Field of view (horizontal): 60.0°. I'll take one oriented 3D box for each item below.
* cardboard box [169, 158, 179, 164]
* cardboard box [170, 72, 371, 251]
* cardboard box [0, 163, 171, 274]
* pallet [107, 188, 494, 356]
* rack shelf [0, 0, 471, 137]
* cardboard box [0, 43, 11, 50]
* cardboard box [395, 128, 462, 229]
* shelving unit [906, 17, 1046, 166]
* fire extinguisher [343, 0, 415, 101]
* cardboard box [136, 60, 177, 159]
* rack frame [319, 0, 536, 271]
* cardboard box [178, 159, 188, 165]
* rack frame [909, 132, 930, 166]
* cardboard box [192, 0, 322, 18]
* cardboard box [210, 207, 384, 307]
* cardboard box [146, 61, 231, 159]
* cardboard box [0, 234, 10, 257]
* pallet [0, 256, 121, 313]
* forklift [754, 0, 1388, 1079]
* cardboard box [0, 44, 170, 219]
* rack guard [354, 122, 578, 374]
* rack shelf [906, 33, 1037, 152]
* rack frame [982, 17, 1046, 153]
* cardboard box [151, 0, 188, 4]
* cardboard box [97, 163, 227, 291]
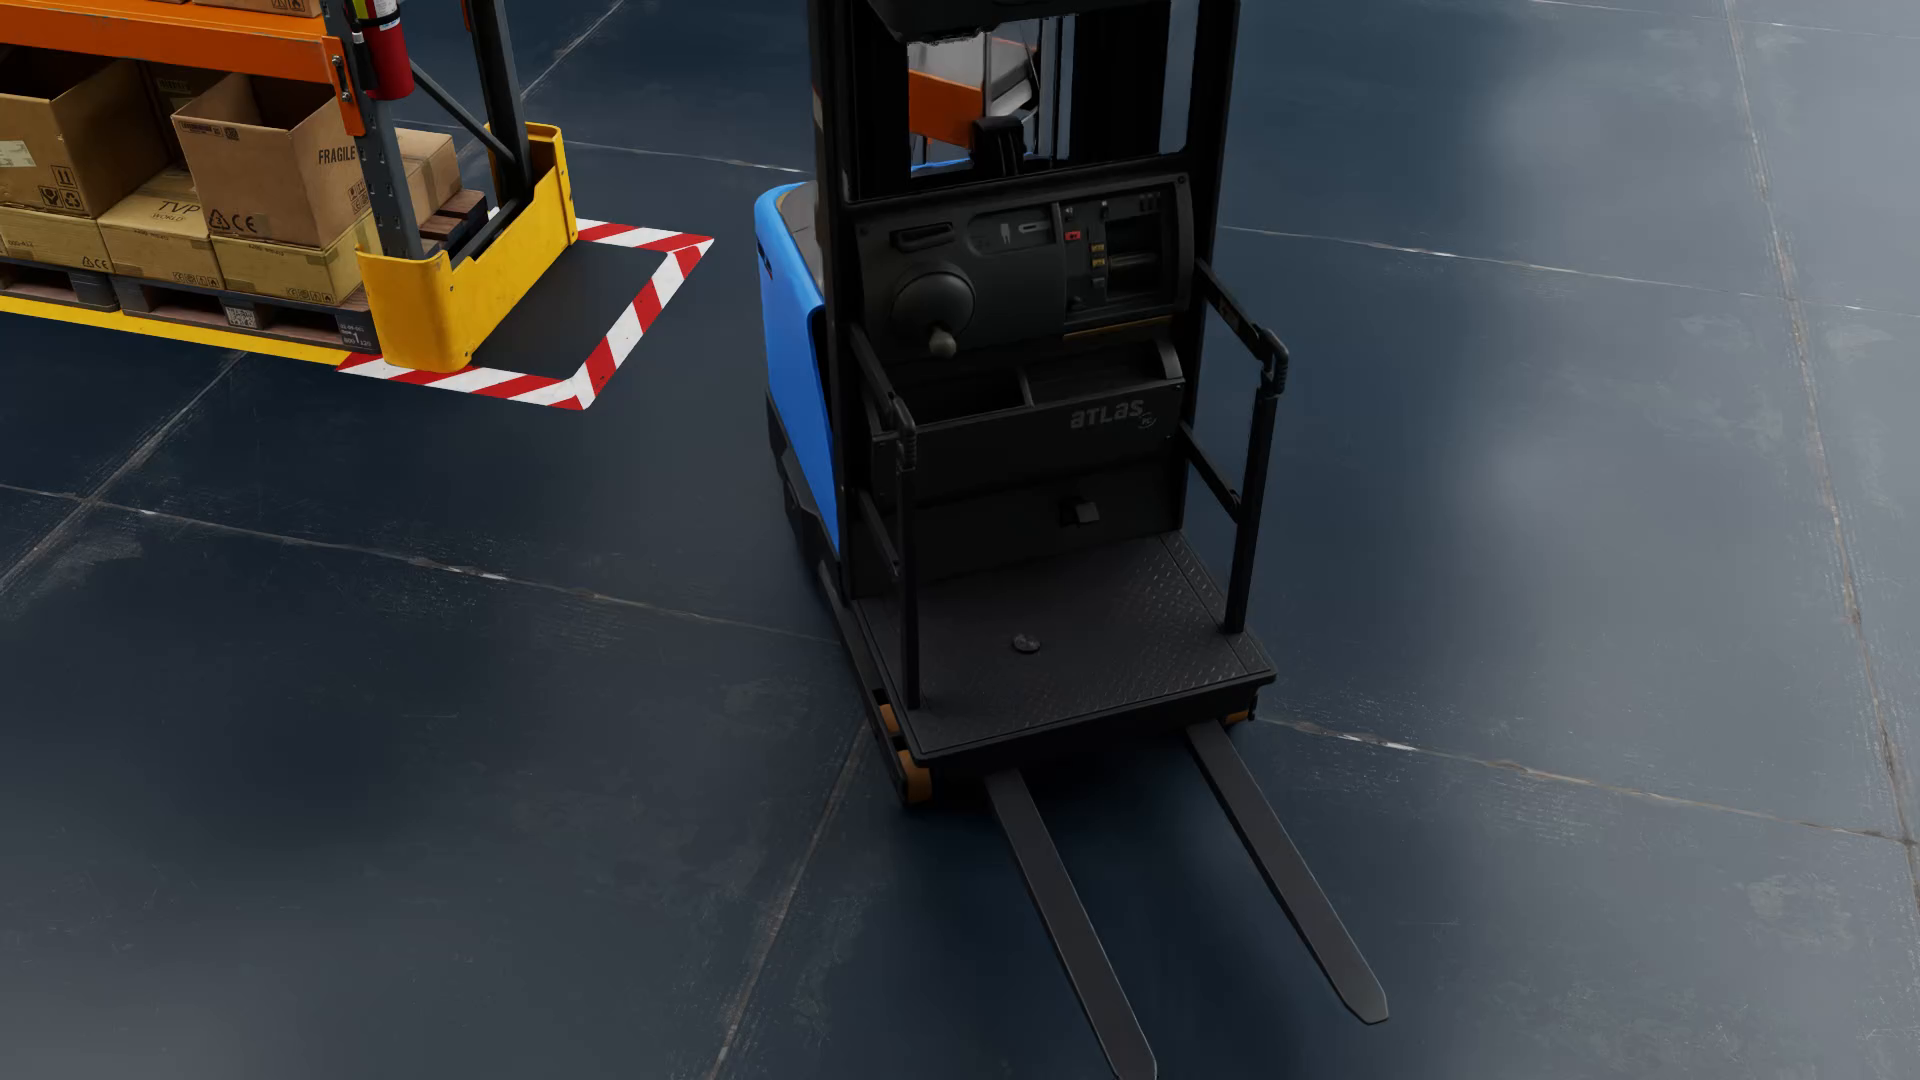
[{"bbox_3d":[-3.440,-1.687,7.237,0.500,0.250,0.500,10,41,11],"label":"cardboard box"},{"bbox_3d":[-2.607,-1.486,6.416,0.500,0.500,0.500,10,41,11],"label":"cardboard box"},{"bbox_3d":[-3.576,-1.358,6.846,0.500,0.250,0.500,10,41,11],"label":"cardboard box"},{"bbox_3d":[-2.762,-1.220,7.039,1.213,0.211,1.003,10,41,11],"label":"pallet"},{"bbox_3d":[-3.944,-2.244,6.649,4.000,0.370,1.077,10,41,11],"label":"rack shelf"},{"bbox_3d":[-4.060,-1.728,6.703,0.500,0.500,0.500,10,41,11],"label":"cardboard box"},{"bbox_3d":[-2.473,-1.522,7.042,0.500,0.250,0.500,10,41,11],"label":"cardboard box"},{"bbox_3d":[-0.020,-1.538,5.948,0.503,2.100,0.431,22,45,24],"label":"shelving unit"},{"bbox_3d":[-2.018,-1.849,5.680,0.183,0.674,0.296,10,41,11],"label":"fire extinguisher"},{"bbox_3d":[-3.443,-1.967,6.988,0.500,0.500,0.500,10,41,11],"label":"cardboard box"},{"bbox_3d":[-2.012,-2.187,6.022,0.127,3.000,1.000,10,41,11],"label":"rack frame"},{"bbox_3d":[-2.957,-1.603,7.138,0.500,0.250,0.500,10,41,11],"label":"cardboard box"},{"bbox_3d":[-0.226,-1.622,6.048,0.015,2.100,0.400,22,45,24],"label":"rack frame"},{"bbox_3d":[-2.460,-2.311,6.092,0.500,0.500,0.700,10,41,11],"label":"cardboard box"},{"bbox_3d":[-2.607,-1.201,6.659,0.500,0.250,0.500,10,41,11],"label":"cardboard box"},{"bbox_3d":[-2.956,-1.891,6.898,0.500,0.500,0.500,10,41,11],"label":"cardboard box"},{"bbox_3d":[-4.059,-1.443,6.947,0.500,0.250,0.500,10,41,11],"label":"cardboard box"},{"bbox_3d":[-3.937,-1.425,7.282,1.213,0.211,1.003,10,41,11],"label":"pallet"},{"bbox_3d":[0.250,-0.652,4.247,1.130,2.935,3.031,-12,41,-14],"label":"forklift"},{"bbox_3d":[-3.577,-1.644,6.603,0.500,0.500,0.500,10,41,11],"label":"cardboard box"},{"bbox_3d":[-1.989,-1.226,6.821,0.348,0.500,1.175,10,41,11],"label":"rack guard"},{"bbox_3d":[-0.020,-1.527,5.957,0.480,0.518,0.431,22,45,24],"label":"rack shelf"},{"bbox_3d":[0.186,-1.454,5.849,0.015,2.100,0.400,22,45,24],"label":"rack frame"},{"bbox_3d":[-2.969,-2.395,6.192,0.500,0.500,0.700,11,41,13],"label":"cardboard box"},{"bbox_3d":[-3.093,-1.276,6.749,0.500,0.250,0.500,10,41,11],"label":"cardboard box"}]
